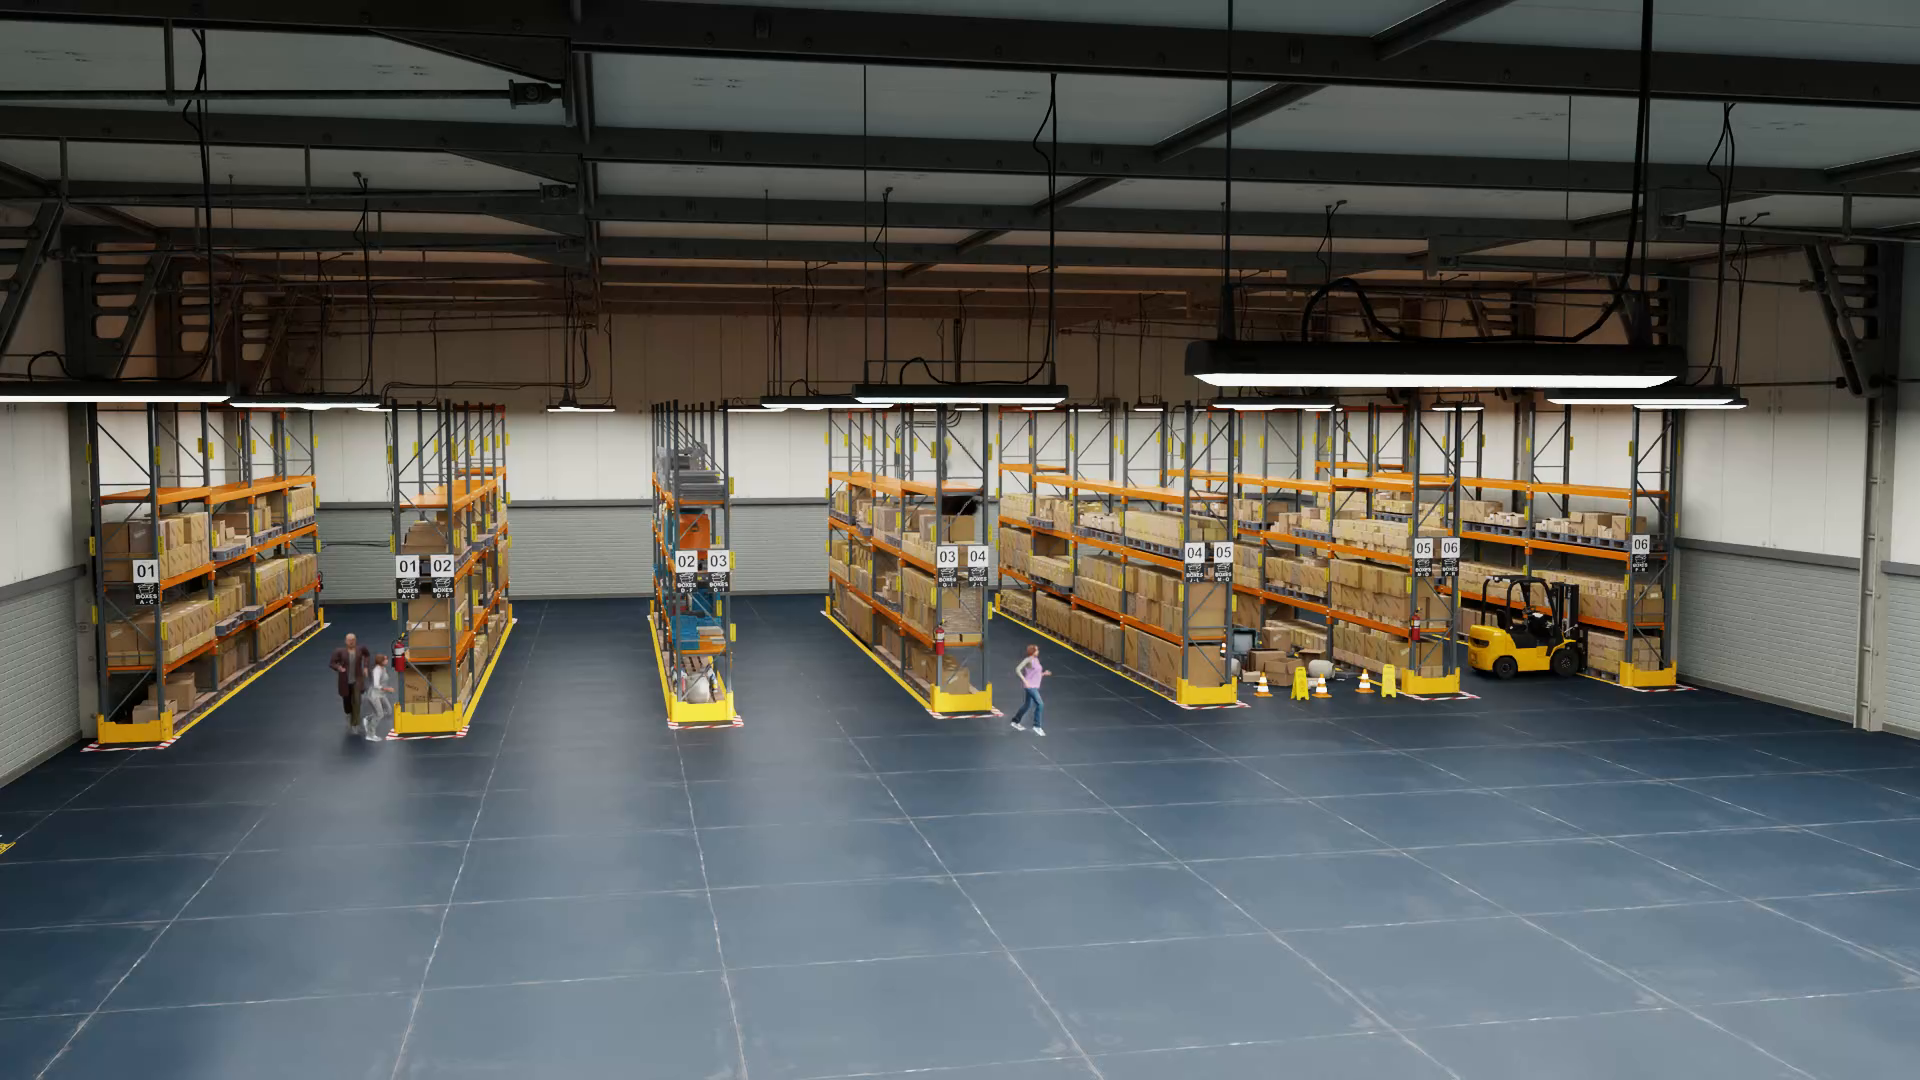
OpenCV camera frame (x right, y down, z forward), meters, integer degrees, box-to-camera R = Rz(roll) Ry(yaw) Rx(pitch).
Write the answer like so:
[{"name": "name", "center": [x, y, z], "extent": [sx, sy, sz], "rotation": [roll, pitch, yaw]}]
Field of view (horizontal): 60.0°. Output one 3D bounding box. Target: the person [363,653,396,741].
[{"name": "person", "center": [-10.197, 2.754, 29.201], "extent": [0.606, 1.553, 0.529], "rotation": [0, 4, 1]}]

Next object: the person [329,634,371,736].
[{"name": "person", "center": [-11.039, 2.574, 30.129], "extent": [0.722, 1.784, 1.141], "rotation": [-2, 5, -23]}]

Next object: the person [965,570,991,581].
[{"name": "person", "center": [0.506, 1.374, 45.764], "extent": [0.704, 1.802, 1.034], "rotation": [-1, 4, -9]}]

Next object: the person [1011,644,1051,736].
[{"name": "person", "center": [1.262, 2.684, 29.771], "extent": [0.736, 1.644, 0.522], "rotation": [1, 5, 18]}]
